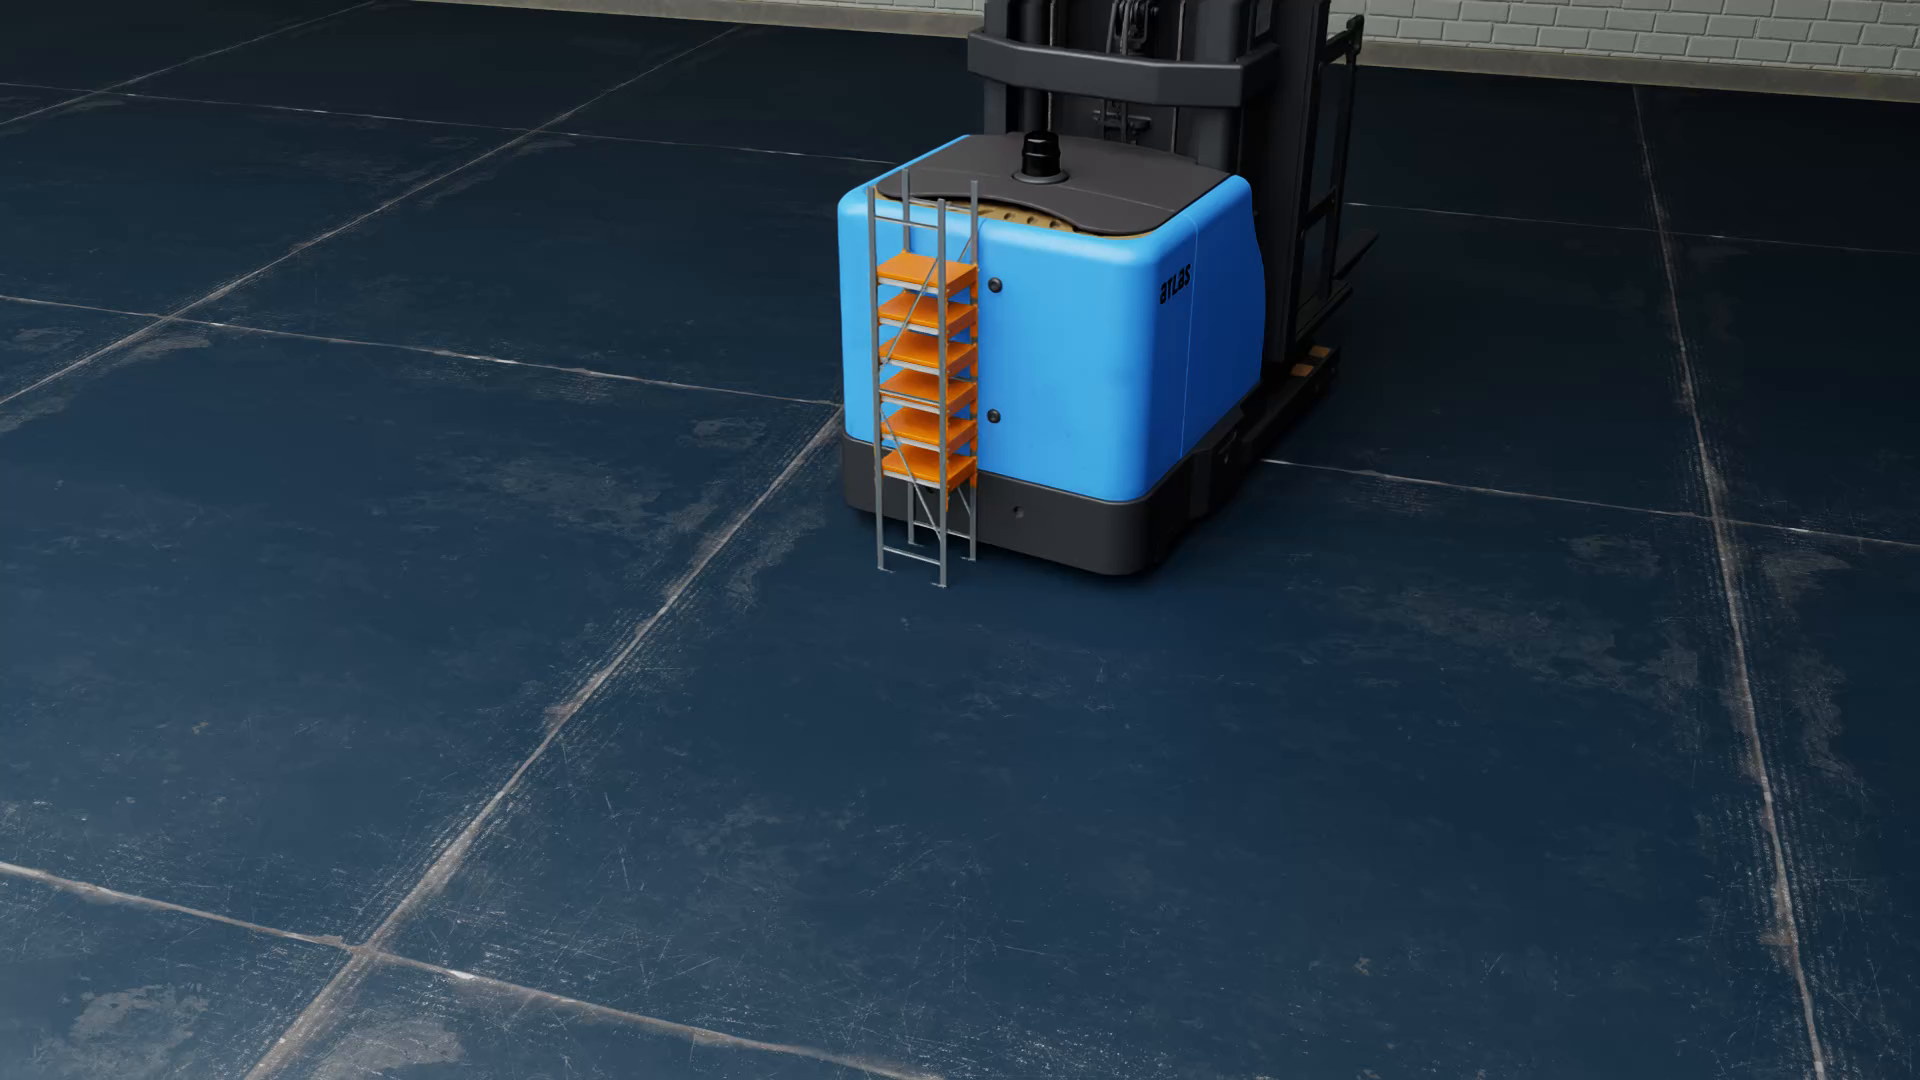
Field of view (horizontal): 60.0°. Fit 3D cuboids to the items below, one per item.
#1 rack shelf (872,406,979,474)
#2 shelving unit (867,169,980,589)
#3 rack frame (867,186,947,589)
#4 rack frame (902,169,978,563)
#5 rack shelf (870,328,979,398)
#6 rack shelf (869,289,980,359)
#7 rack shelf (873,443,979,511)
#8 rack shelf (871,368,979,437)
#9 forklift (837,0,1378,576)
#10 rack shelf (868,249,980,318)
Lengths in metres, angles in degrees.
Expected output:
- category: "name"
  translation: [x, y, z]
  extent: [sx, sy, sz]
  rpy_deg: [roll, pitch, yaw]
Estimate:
- category: "rack shelf"
  translation: [-0.101, -0.301, 4.895]
  extent: [0.258, 0.103, 0.180]
  rpy_deg: [15, 32, 25]
- category: "shelving unit"
  translation: [-0.101, -0.445, 4.815]
  extent: [0.258, 1.200, 0.189]
  rpy_deg: [15, 32, 25]
- category: "rack frame"
  translation: [-0.145, -0.406, 4.745]
  extent: [0.240, 1.200, 0.006]
  rpy_deg: [15, 32, 25]
- category: "rack frame"
  translation: [-0.056, -0.484, 4.885]
  extent: [0.240, 1.200, 0.006]
  rpy_deg: [15, 32, 25]
- category: "rack shelf"
  translation: [-0.101, -0.511, 4.778]
  extent: [0.258, 0.103, 0.180]
  rpy_deg: [15, 32, 25]
- category: "rack shelf"
  translation: [-0.101, -0.616, 4.720]
  extent: [0.258, 0.103, 0.180]
  rpy_deg: [15, 32, 25]
- category: "rack shelf"
  translation: [-0.101, -0.196, 4.953]
  extent: [0.258, 0.103, 0.180]
  rpy_deg: [15, 32, 25]
- category: "rack shelf"
  translation: [-0.101, -0.406, 4.837]
  extent: [0.258, 0.103, 0.180]
  rpy_deg: [15, 32, 25]
- category: "forklift"
  translation: [0.779, -1.860, 5.579]
  extent: [1.130, 2.935, 3.031]
  rpy_deg: [15, 32, 25]
- category: "rack shelf"
  translation: [-0.101, -0.720, 4.662]
  extent: [0.258, 0.103, 0.180]
  rpy_deg: [15, 32, 25]
